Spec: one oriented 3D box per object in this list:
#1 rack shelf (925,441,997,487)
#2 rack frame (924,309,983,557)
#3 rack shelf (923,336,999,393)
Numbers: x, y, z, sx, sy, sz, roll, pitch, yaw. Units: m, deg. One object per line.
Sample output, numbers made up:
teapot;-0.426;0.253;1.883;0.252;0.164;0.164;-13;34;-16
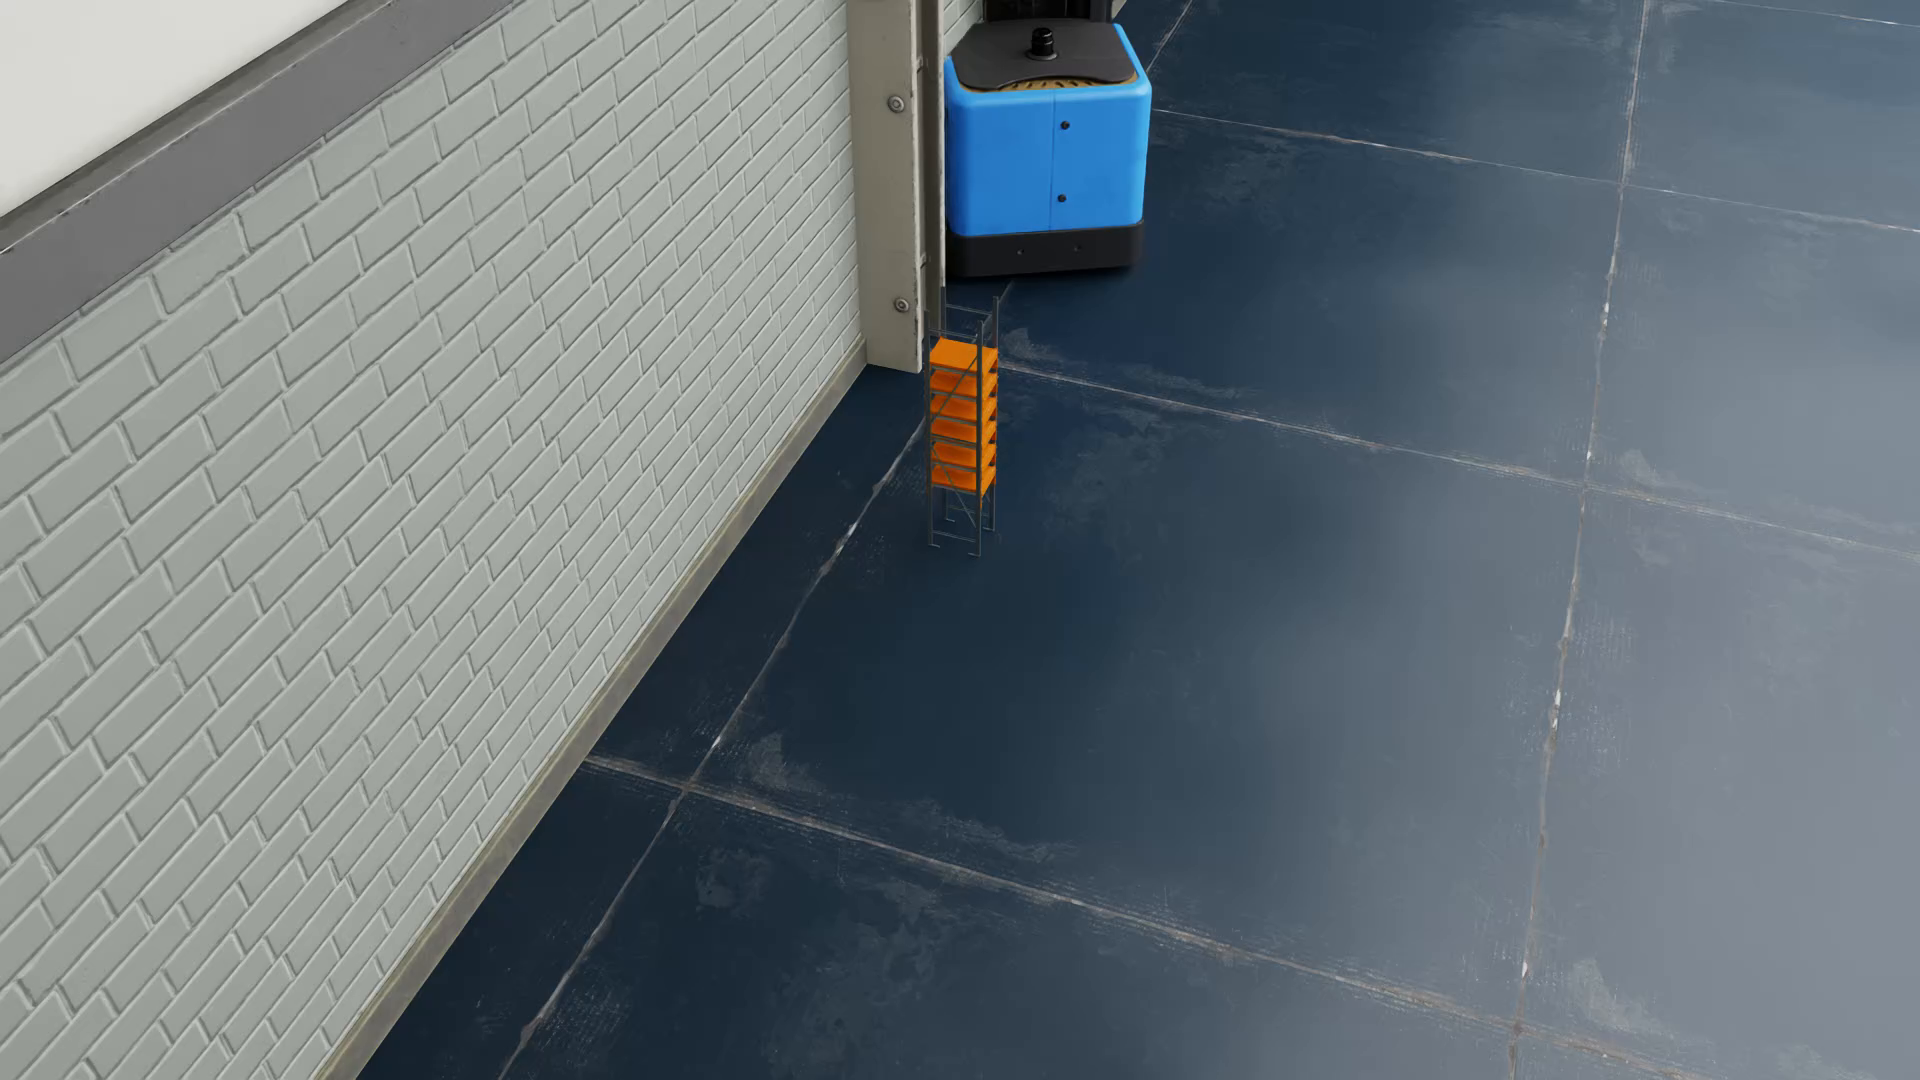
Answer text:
rack shelf;0.005;-0.340;6.978;0.258;0.103;0.180;13;42;15
rack frame;-0.026;-0.409;6.806;0.240;1.200;0.006;13;42;15
rack shelf;0.005;-0.705;6.666;0.258;0.103;0.180;13;42;15
